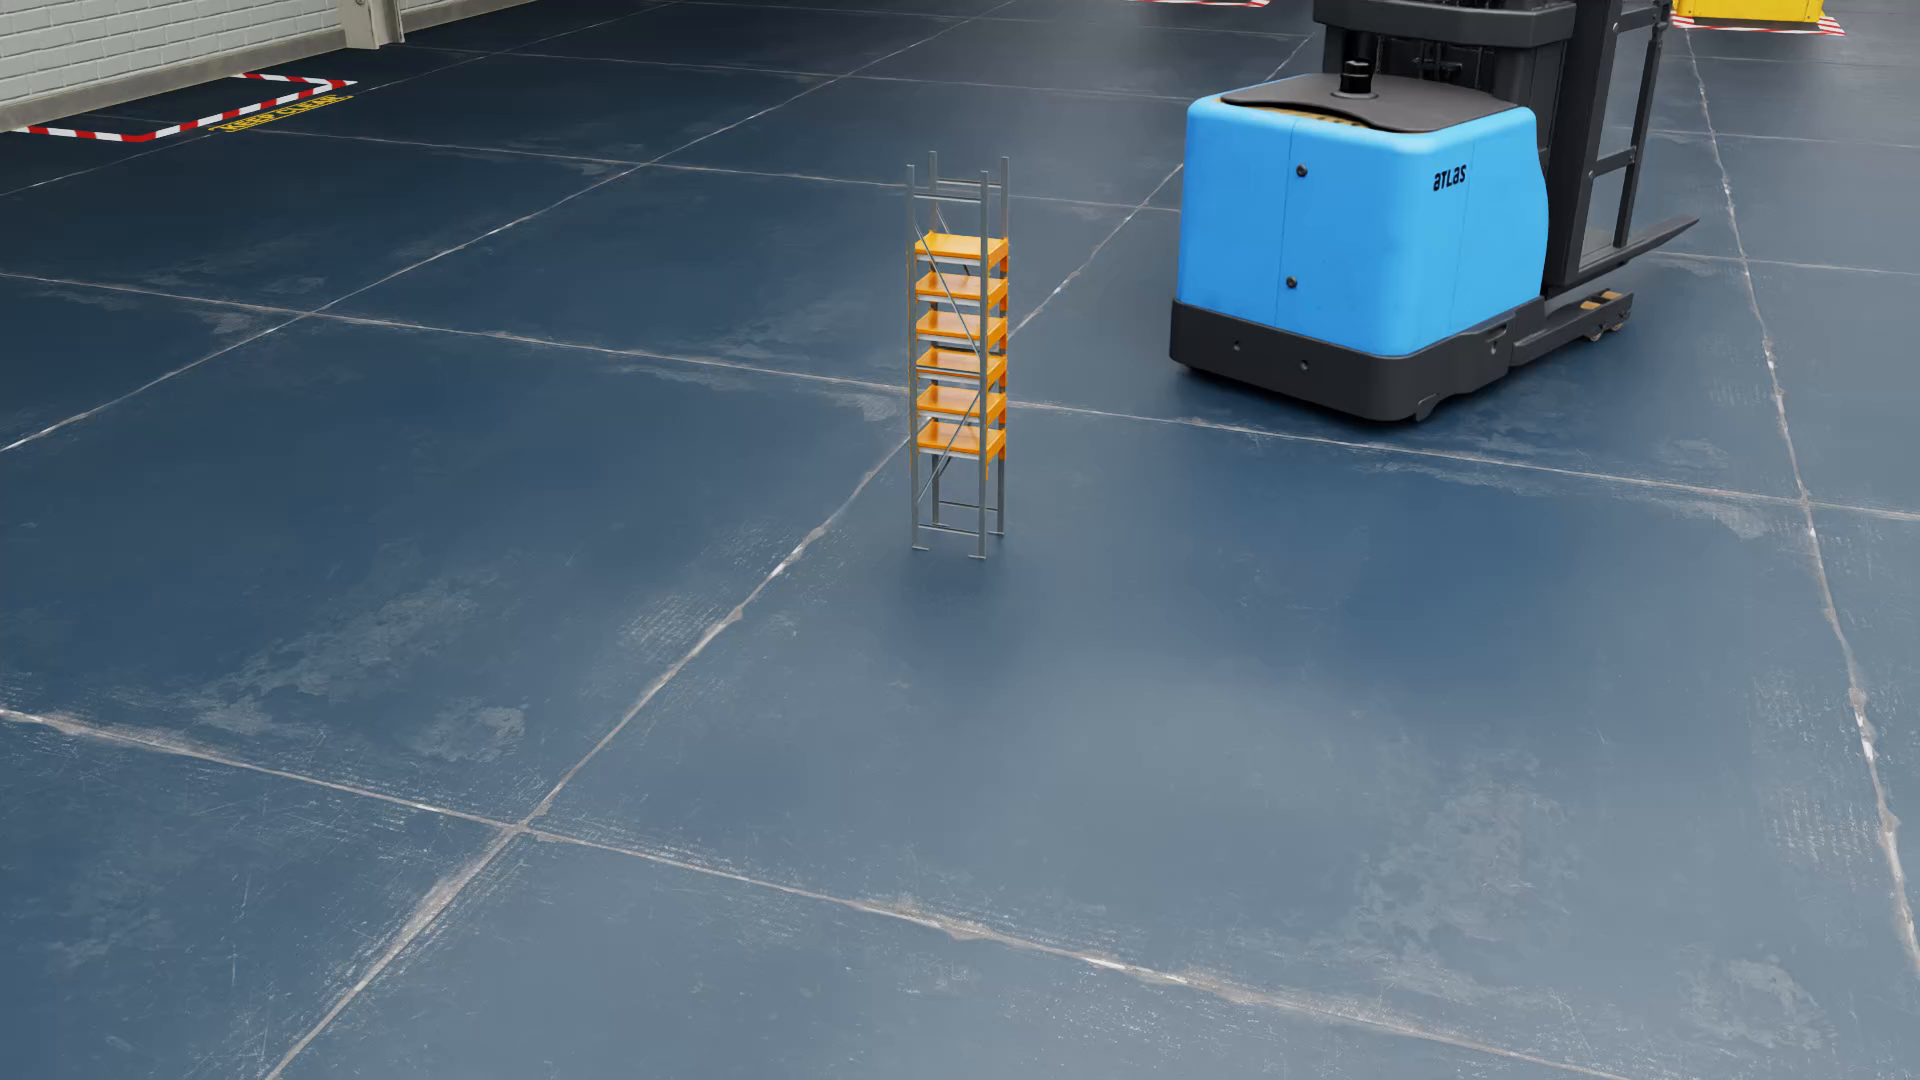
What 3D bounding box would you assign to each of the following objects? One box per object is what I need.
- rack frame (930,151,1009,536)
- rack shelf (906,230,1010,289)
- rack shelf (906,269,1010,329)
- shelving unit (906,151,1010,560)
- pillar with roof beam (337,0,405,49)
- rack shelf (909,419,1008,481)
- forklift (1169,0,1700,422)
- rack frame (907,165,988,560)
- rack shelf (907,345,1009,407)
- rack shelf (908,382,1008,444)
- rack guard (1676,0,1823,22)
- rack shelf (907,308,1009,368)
[{"bbox_3d":[0.026,-0.572,5.054,0.240,1.200,0.006,9,27,17],"label":"rack frame"},{"bbox_3d":[-0.005,-0.818,4.839,0.258,0.103,0.180,9,27,17],"label":"rack shelf"},{"bbox_3d":[-0.005,-0.710,4.891,0.258,0.103,0.180,9,27,17],"label":"rack shelf"},{"bbox_3d":[-0.005,-0.534,4.976,0.258,1.200,0.189,9,27,17],"label":"shelving unit"},{"bbox_3d":[-0.747,-7.496,10.406,9.100,9.000,0.400,9,27,17],"label":"pillar with roof beam"},{"bbox_3d":[-0.005,-0.278,5.100,0.258,0.103,0.180,9,27,17],"label":"rack shelf"},{"bbox_3d":[2.222,-2.290,6.617,1.130,2.935,3.031,23,34,39],"label":"forklift"},{"bbox_3d":[-0.035,-0.496,4.899,0.240,1.200,0.006,9,27,17],"label":"rack frame"},{"bbox_3d":[-0.005,-0.494,4.996,0.258,0.103,0.180,9,27,17],"label":"rack shelf"},{"bbox_3d":[-0.005,-0.386,5.048,0.258,0.103,0.180,9,27,17],"label":"rack shelf"},{"bbox_3d":[7.096,-4.949,14.898,1.175,0.500,0.348,9,27,17],"label":"rack guard"},{"bbox_3d":[-0.005,-0.602,4.943,0.258,0.103,0.180,9,27,17],"label":"rack shelf"}]
